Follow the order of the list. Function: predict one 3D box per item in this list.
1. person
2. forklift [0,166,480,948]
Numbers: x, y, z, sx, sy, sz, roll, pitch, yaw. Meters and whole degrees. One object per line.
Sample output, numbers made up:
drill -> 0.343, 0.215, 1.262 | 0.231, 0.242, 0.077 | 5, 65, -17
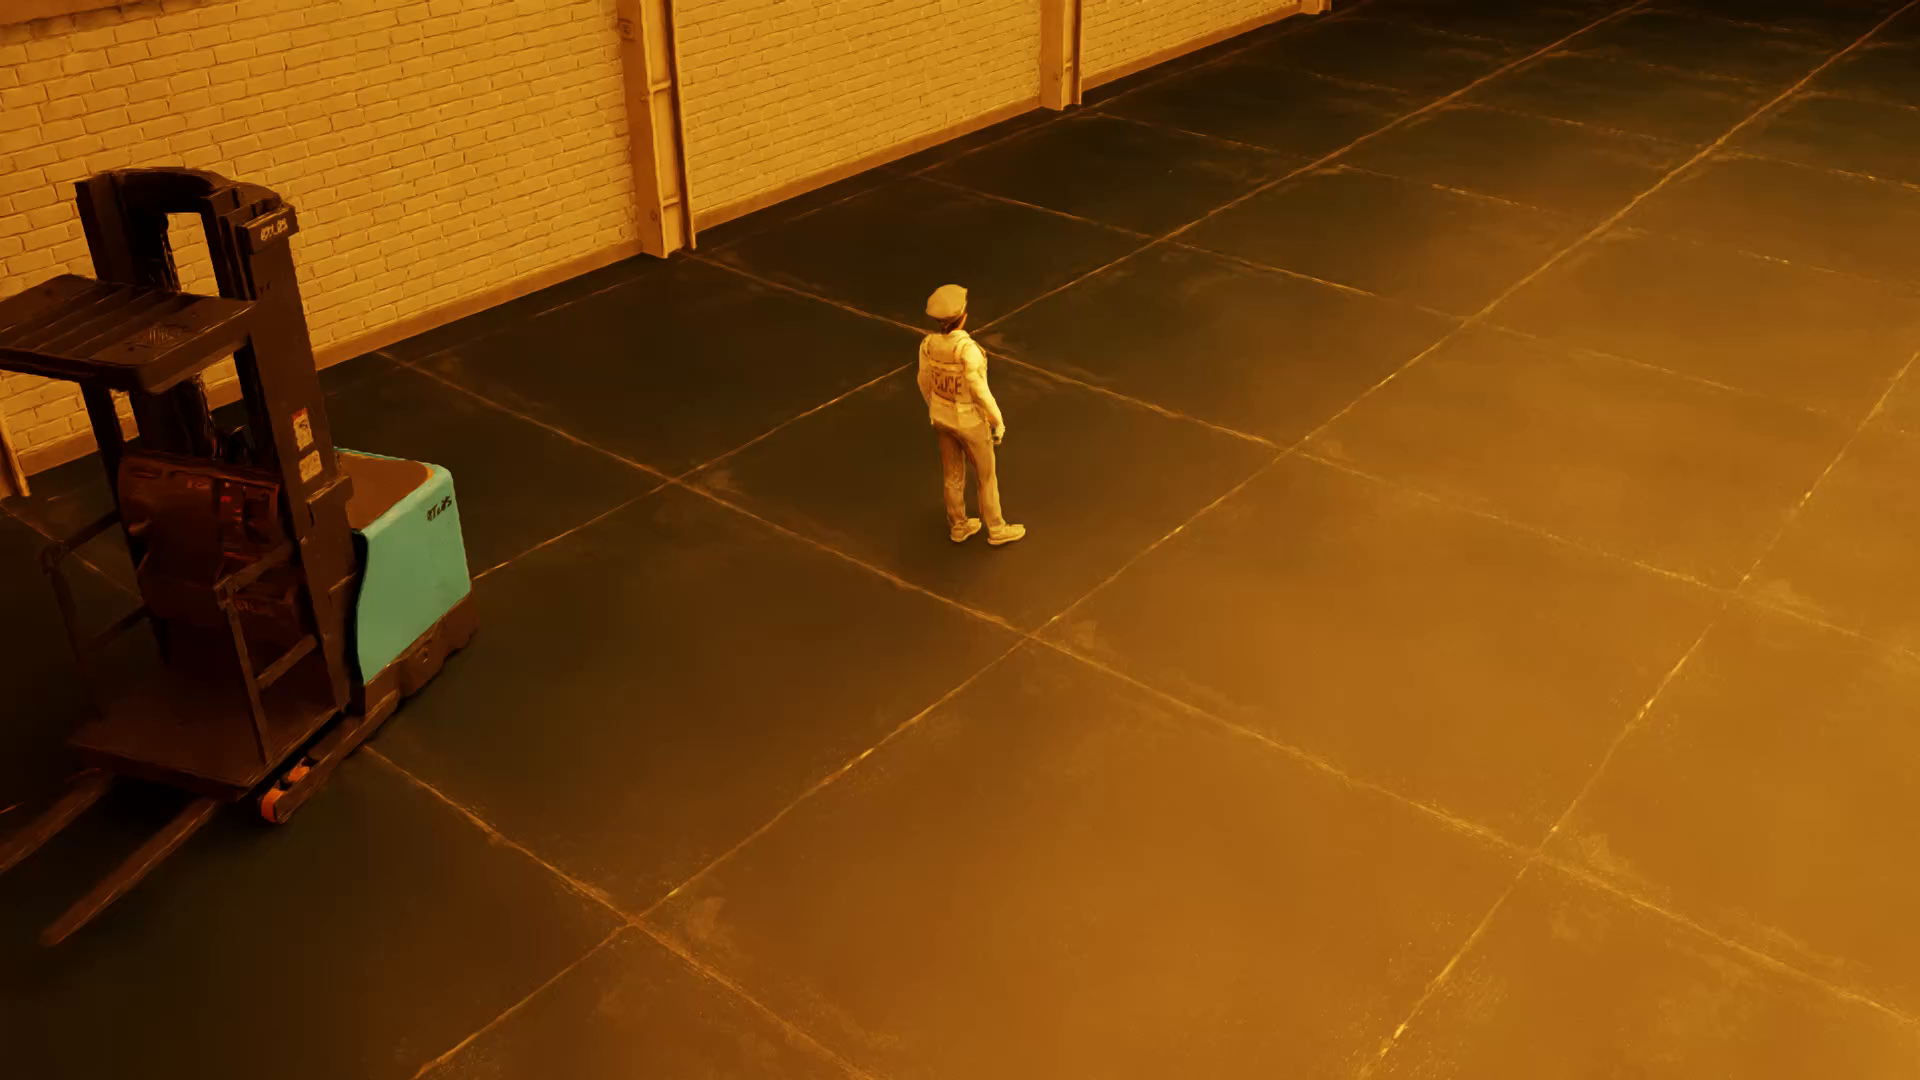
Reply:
person -> 0.055, -0.760, 10.105 | 0.568, 1.695, 0.533 | 22, 37, 33
forklift -> -3.711, -0.115, 7.791 | 1.130, 2.935, 3.031 | 10, 32, 16
